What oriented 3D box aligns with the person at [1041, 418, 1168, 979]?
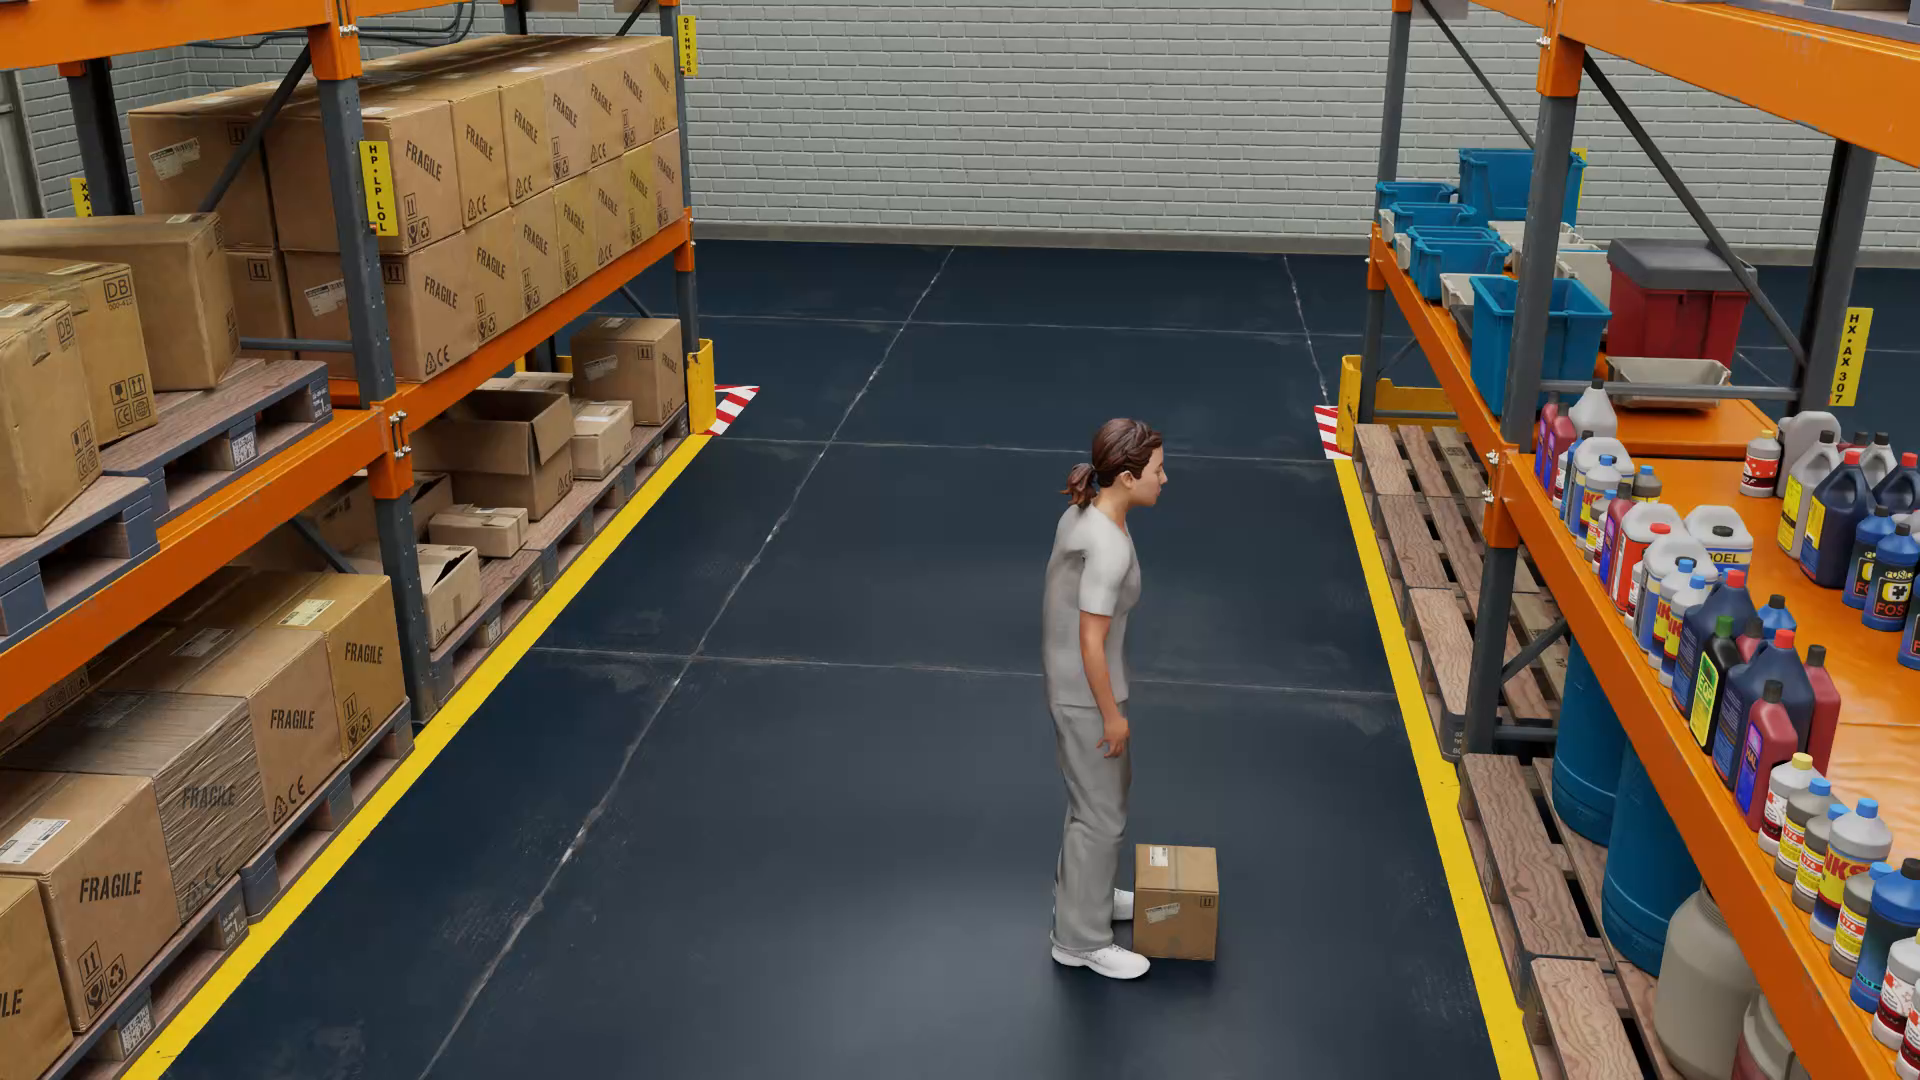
[{"bbox_3d":[0.419,0.451,4.927,0.360,1.672,0.514,1,21,3],"label":"person"}]
